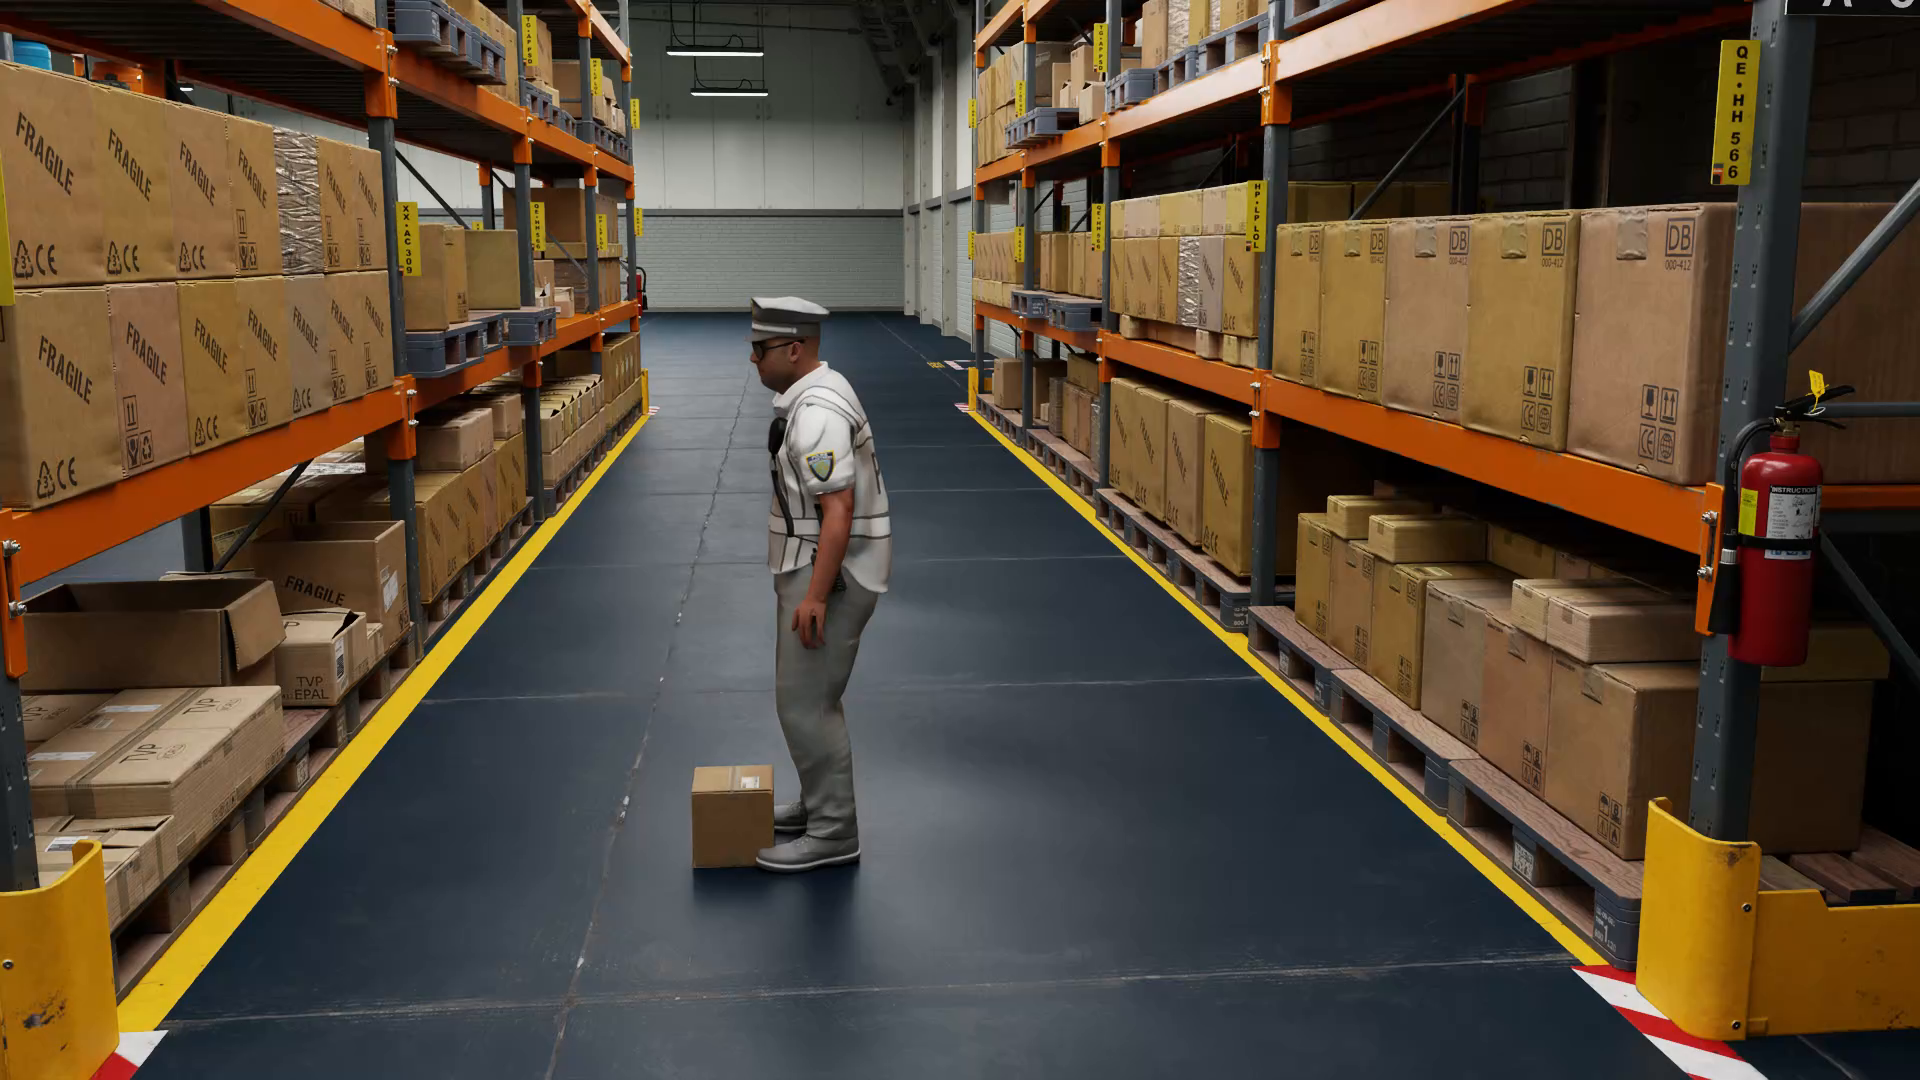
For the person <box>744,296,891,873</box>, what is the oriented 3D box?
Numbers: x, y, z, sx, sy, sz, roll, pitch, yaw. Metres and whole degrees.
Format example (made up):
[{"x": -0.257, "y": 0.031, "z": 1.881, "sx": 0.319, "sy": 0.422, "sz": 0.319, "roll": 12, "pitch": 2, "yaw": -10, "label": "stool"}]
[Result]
[{"x": -0.439, "y": 0.126, "z": 5.154, "sx": 0.436, "sy": 1.748, "sz": 0.606, "roll": -2, "pitch": 10, "yaw": -9, "label": "person"}]
